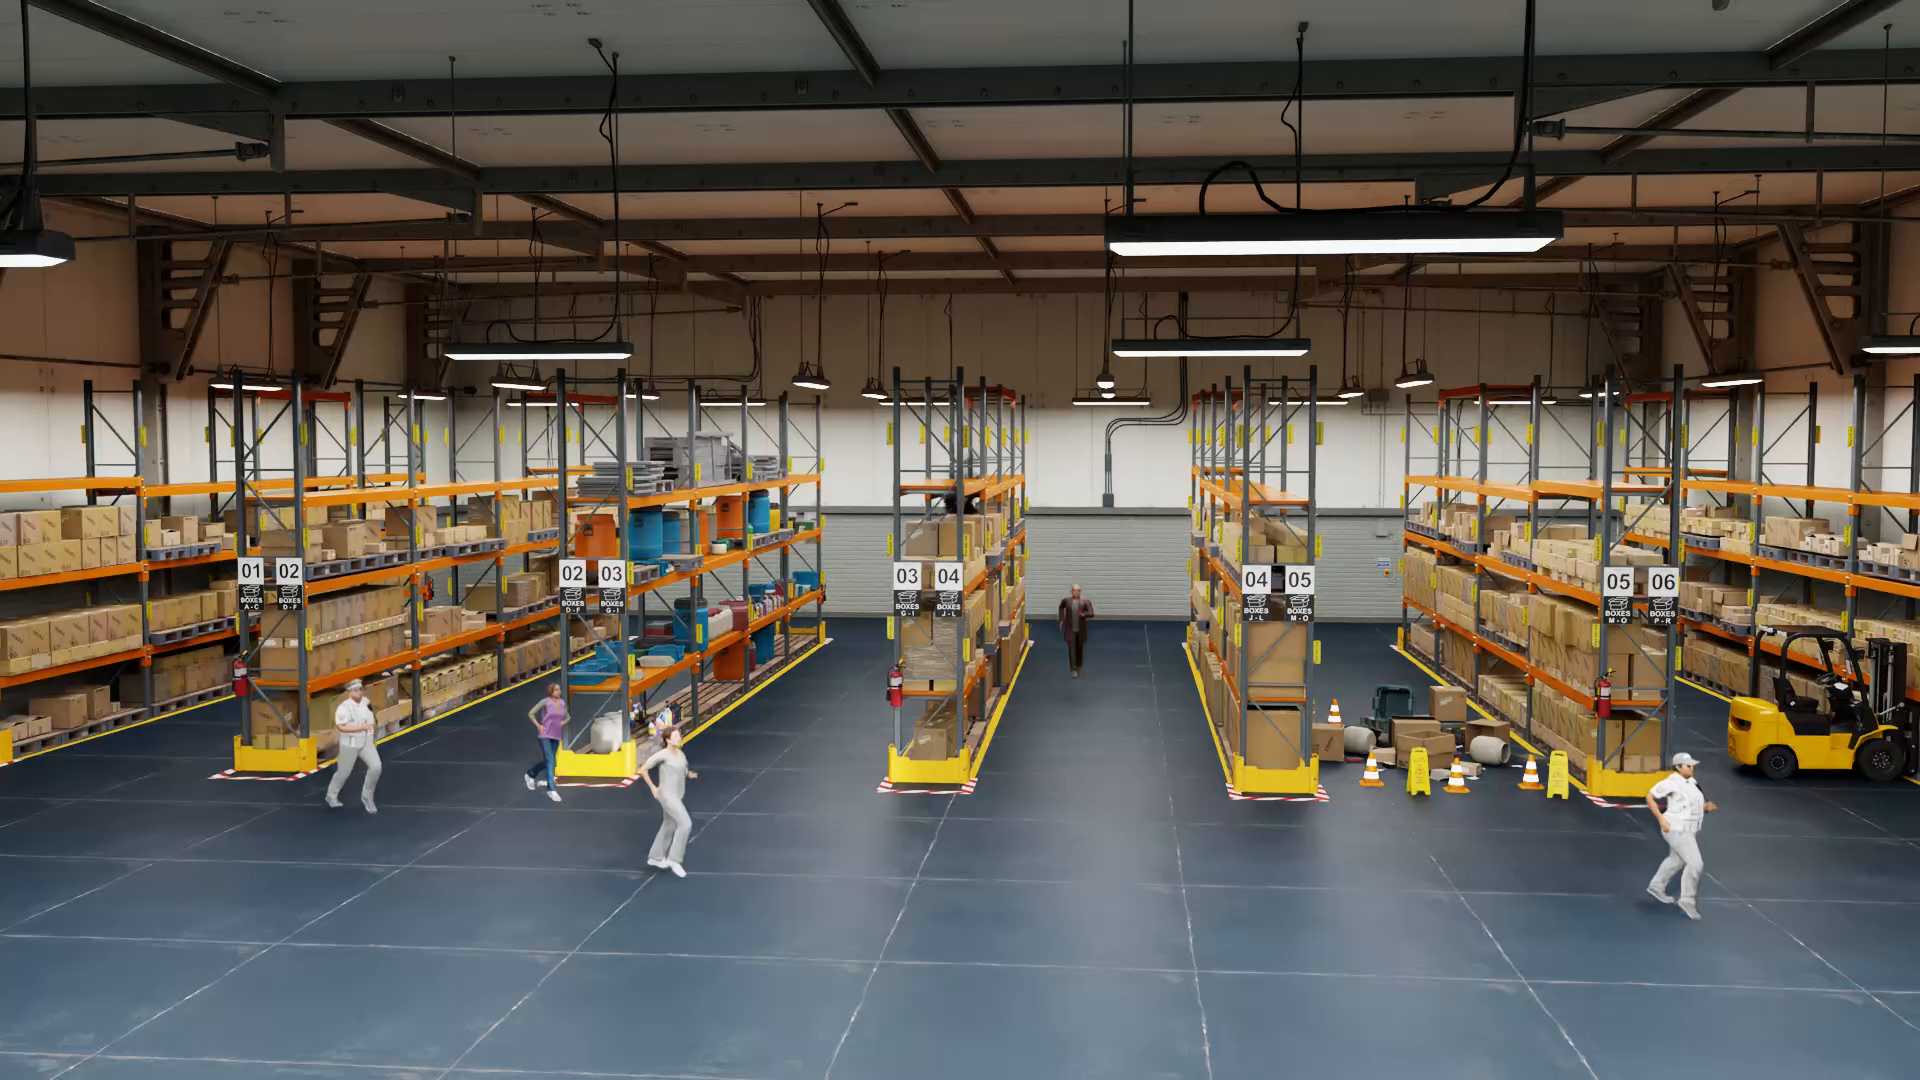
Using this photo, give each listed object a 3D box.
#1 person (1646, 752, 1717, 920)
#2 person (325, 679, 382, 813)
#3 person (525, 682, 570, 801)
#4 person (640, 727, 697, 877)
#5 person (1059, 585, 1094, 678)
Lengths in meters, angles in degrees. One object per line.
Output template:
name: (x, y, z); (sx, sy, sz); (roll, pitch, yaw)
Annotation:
person: (7.575, 3.093, 17.479); (0.577, 1.732, 0.734); (-3, 5, -43)
person: (-8.062, 2.746, 22.201); (0.911, 1.832, 0.673); (2, 4, 35)
person: (-5.726, 2.825, 23.252); (0.832, 1.502, 0.551); (3, 5, 40)
person: (-3.298, 2.982, 19.036); (0.677, 1.704, 0.546); (1, 4, 20)
person: (2.273, 1.791, 32.515); (0.698, 1.837, 0.988); (0, 4, 4)
